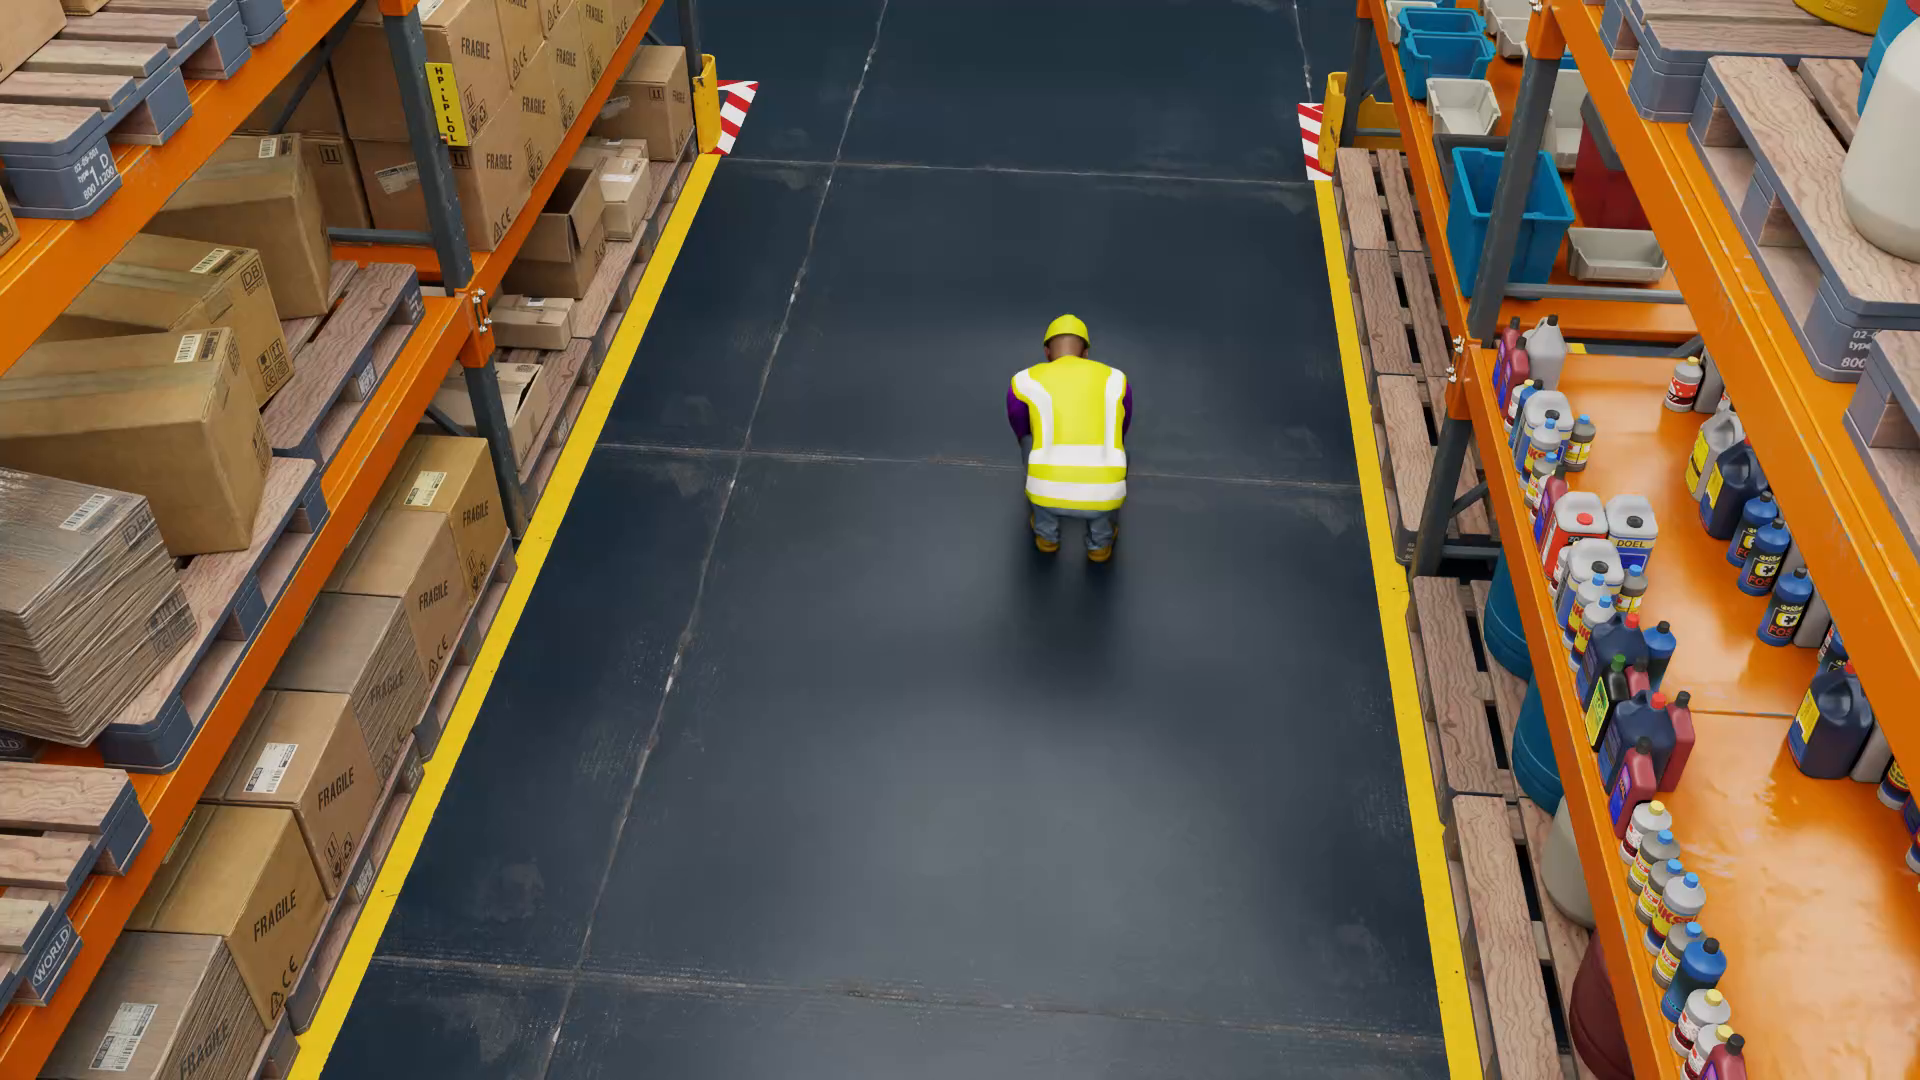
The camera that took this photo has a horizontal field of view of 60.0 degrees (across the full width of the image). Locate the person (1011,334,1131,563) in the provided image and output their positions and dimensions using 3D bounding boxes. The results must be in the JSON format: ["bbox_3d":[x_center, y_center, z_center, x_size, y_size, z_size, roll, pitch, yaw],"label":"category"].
[{"bbox_3d":[12.074,-4.837,6.295,23.266,9.010,7.014,3,40,4],"label":"person"}]
